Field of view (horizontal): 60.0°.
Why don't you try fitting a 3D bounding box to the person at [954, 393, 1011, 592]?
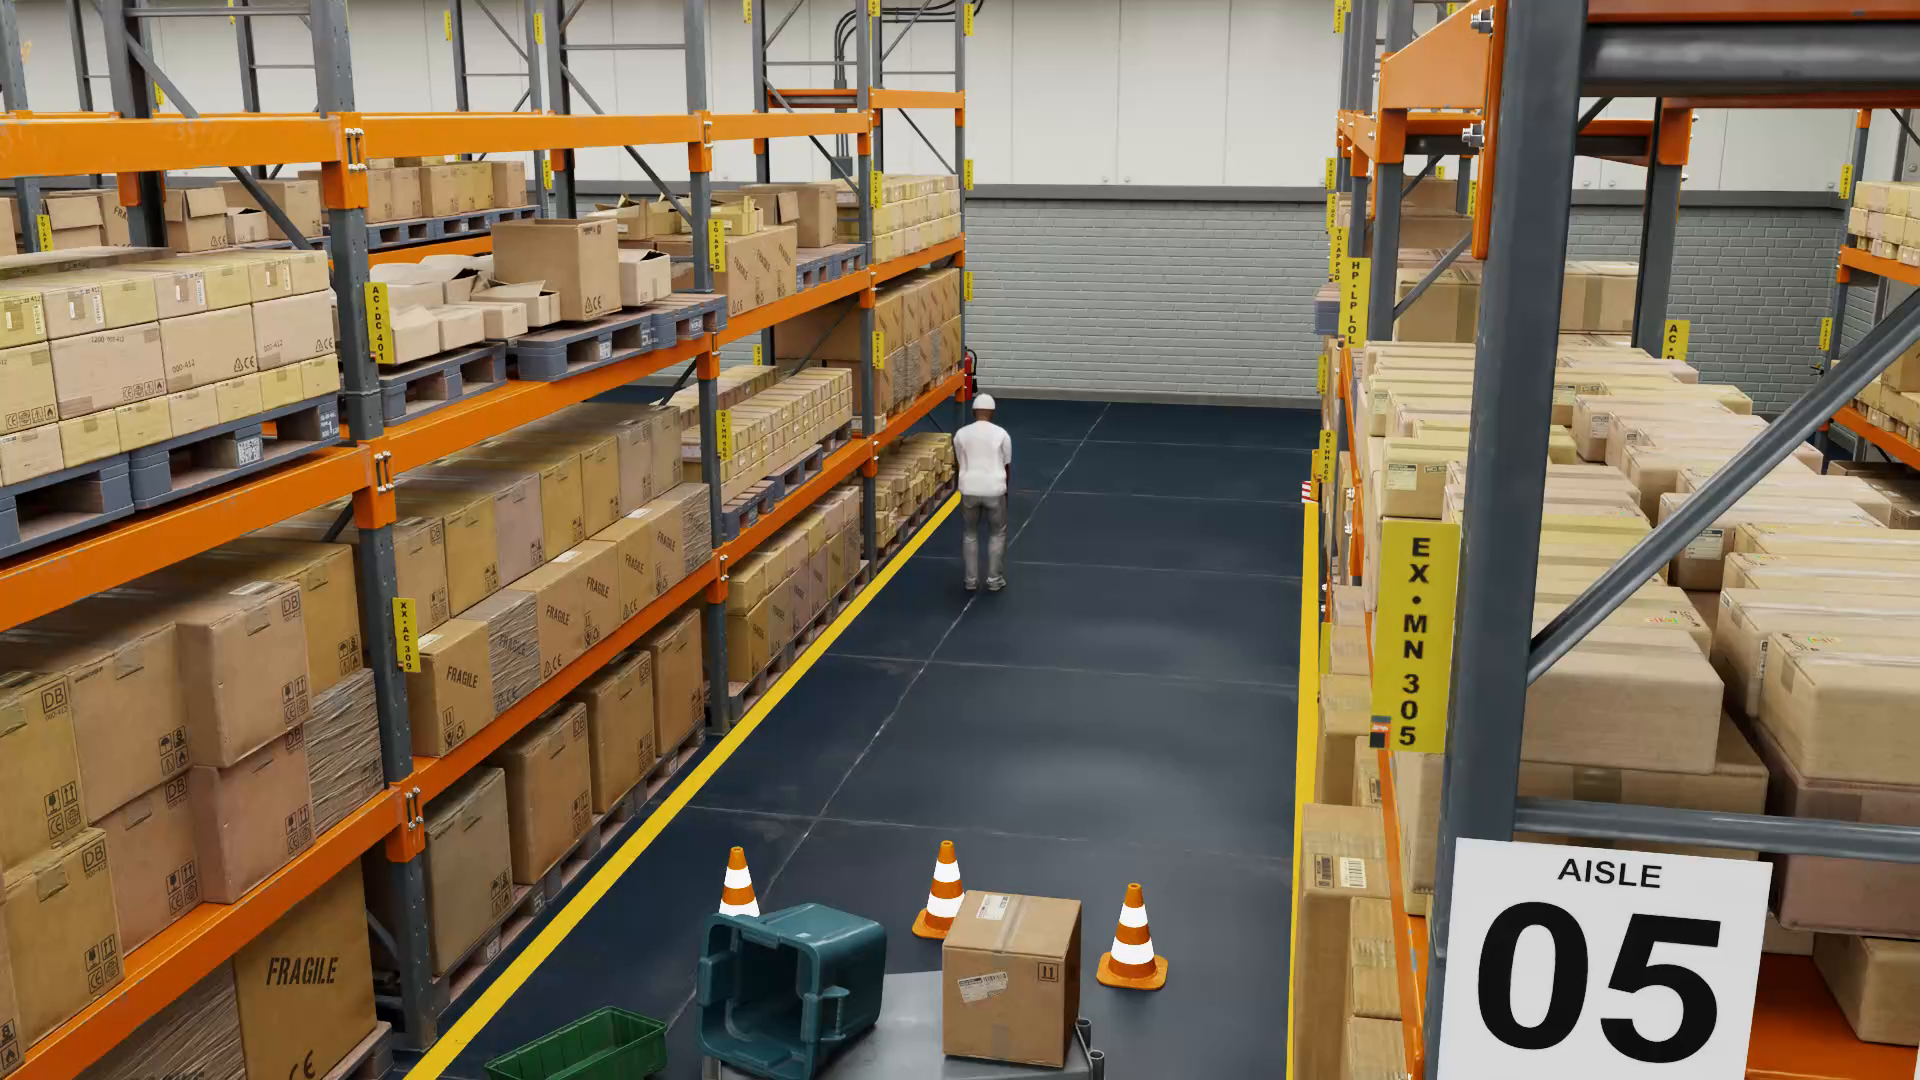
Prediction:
[{"bbox_3d":[0.202,-0.429,14.675,0.501,1.734,0.594,3,15,10],"label":"person"}]
